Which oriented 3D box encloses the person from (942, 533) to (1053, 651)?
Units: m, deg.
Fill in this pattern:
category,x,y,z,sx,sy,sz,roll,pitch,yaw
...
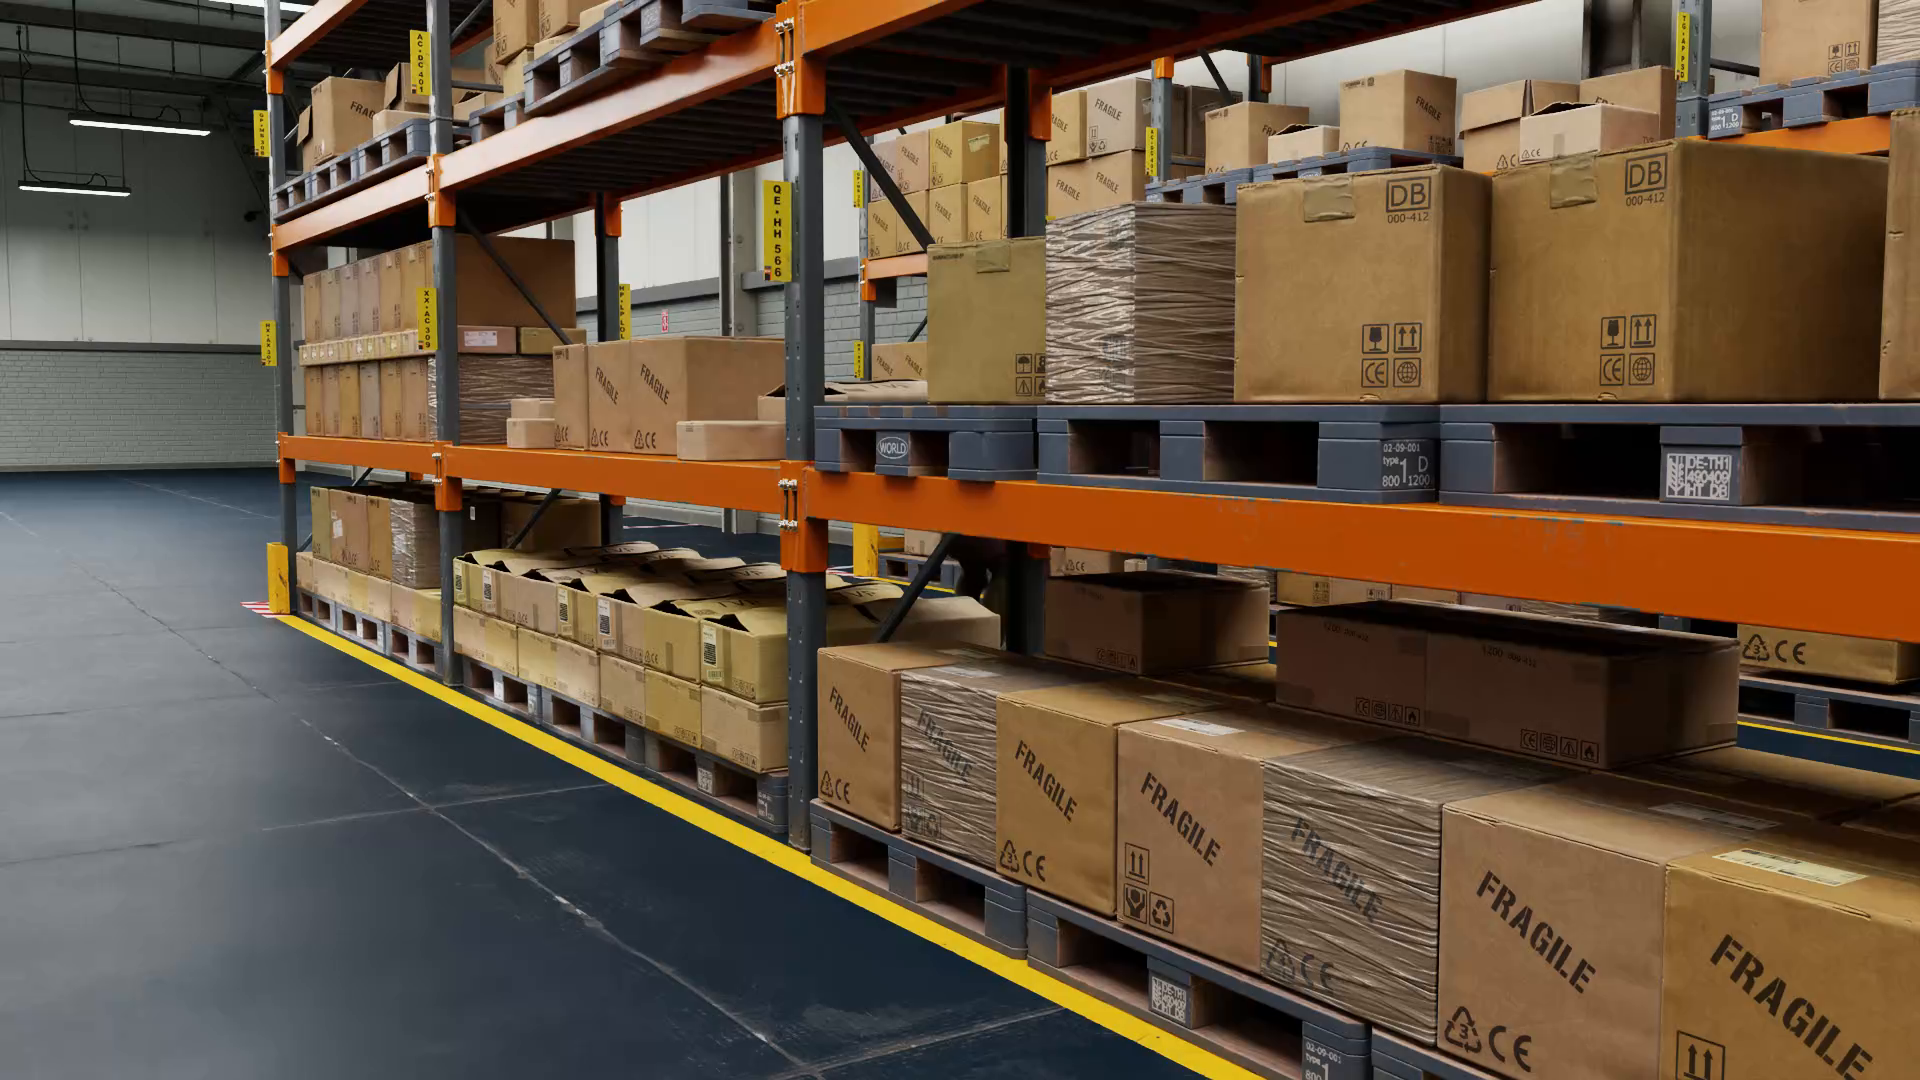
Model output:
category,x,y,z,sx,sy,sz,roll,pitch,yaw
person,0.295,0.089,10.188,0.929,1.219,0.556,-3,6,-35
